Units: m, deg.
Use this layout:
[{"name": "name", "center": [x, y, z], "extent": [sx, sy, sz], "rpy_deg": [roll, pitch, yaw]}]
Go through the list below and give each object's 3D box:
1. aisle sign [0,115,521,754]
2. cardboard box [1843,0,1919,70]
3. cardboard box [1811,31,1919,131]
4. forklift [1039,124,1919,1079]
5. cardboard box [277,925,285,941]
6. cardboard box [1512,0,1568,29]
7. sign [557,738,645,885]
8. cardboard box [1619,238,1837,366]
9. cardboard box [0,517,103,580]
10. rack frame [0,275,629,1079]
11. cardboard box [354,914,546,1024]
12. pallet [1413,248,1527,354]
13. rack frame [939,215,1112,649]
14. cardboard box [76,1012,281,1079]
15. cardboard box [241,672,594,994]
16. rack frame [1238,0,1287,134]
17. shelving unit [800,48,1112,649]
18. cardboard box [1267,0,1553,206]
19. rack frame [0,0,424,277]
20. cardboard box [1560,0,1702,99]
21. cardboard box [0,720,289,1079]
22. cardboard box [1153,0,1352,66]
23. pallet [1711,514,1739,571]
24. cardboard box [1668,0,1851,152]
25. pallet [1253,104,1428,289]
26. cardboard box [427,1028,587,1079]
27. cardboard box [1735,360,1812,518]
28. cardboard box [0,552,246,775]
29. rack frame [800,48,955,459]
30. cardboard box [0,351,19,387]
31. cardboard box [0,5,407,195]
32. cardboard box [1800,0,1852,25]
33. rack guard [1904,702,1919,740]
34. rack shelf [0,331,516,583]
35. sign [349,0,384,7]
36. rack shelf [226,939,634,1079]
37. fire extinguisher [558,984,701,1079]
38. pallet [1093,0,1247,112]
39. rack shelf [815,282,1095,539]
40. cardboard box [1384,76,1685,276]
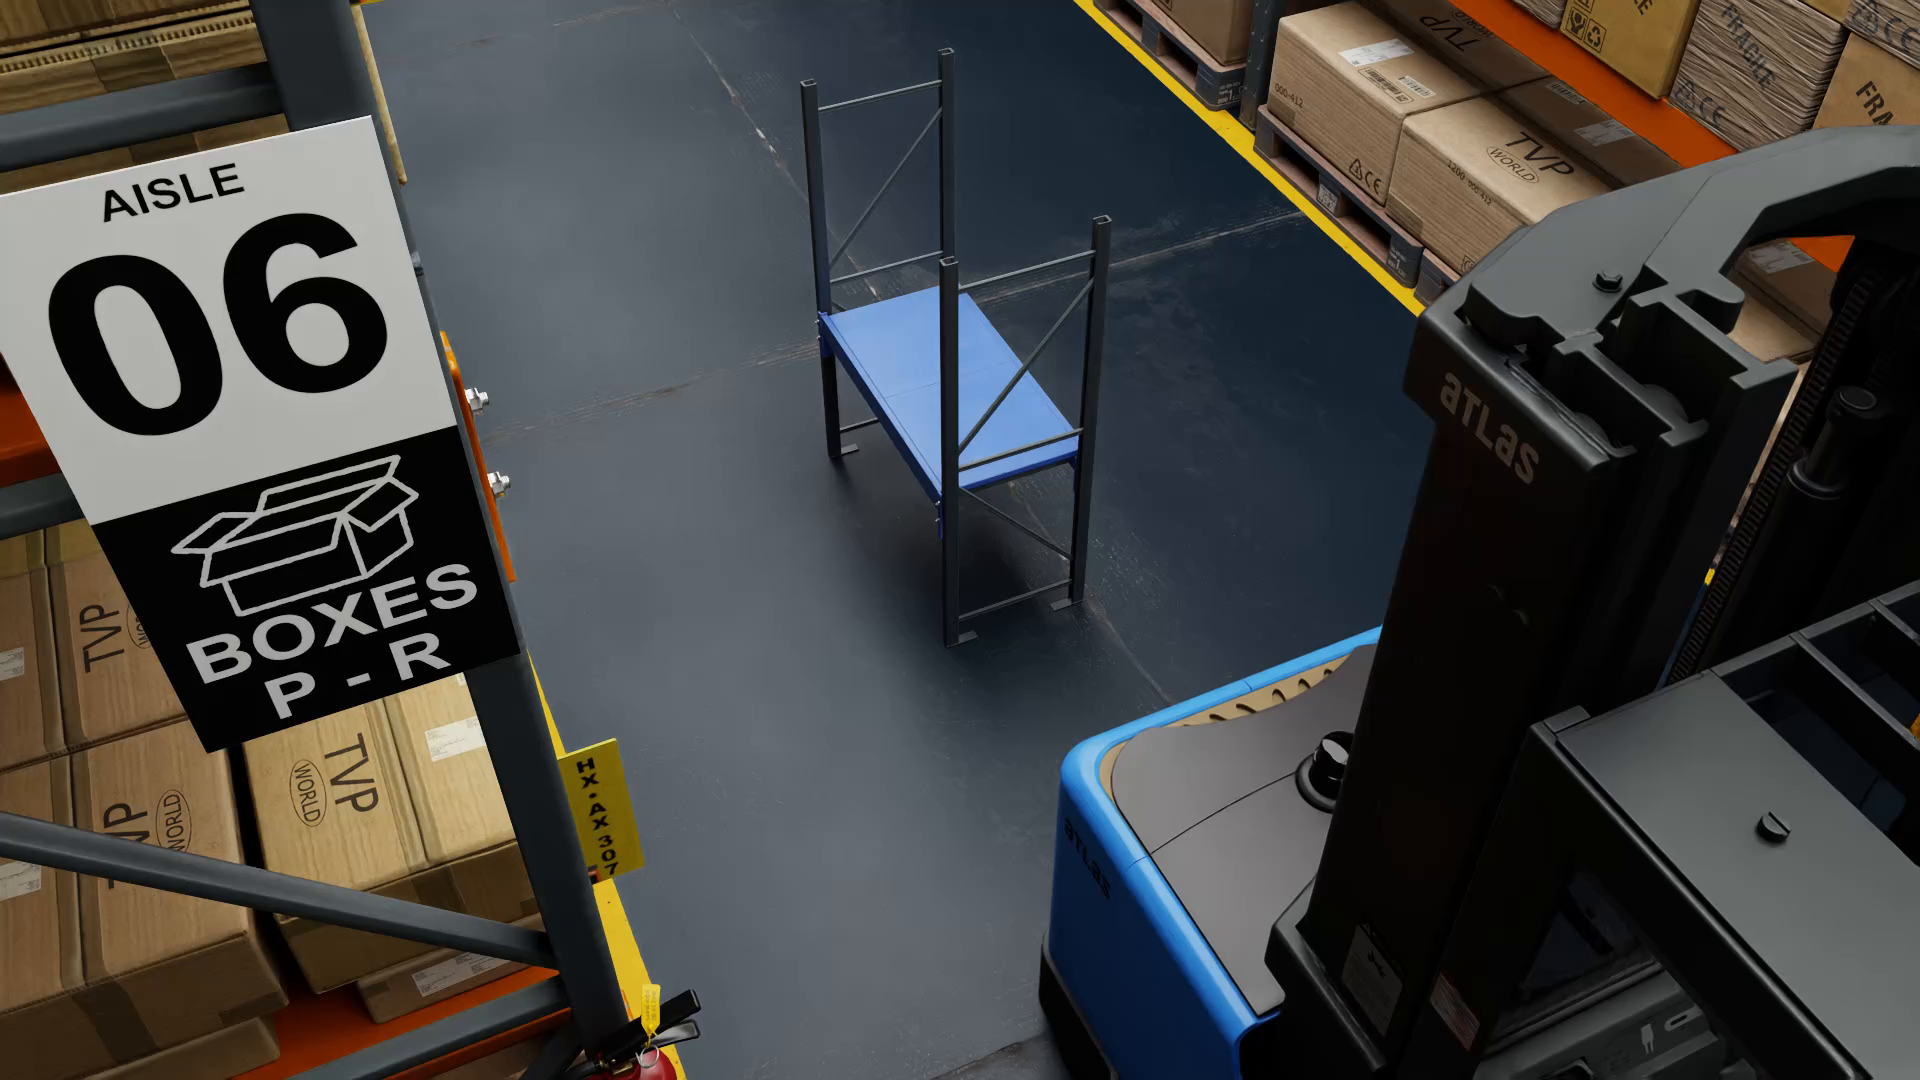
[{"name": "aisle sign", "center": [-0.753, -0.075, 1.839], "extent": [0.394, 0.787, 0.004], "rpy_deg": [-18, 47, -17]}, {"name": "cardboard box", "center": [2.789, -1.527, 4.379], "extent": [0.500, 0.500, 0.500], "rpy_deg": [-18, 47, -17]}, {"name": "cardboard box", "center": [2.813, -1.164, 4.722], "extent": [0.500, 0.500, 0.500], "rpy_deg": [-19, 48, -18]}, {"name": "forklift", "center": [1.299, 0.983, 2.667], "extent": [1.130, 2.935, 3.031], "rpy_deg": [-19, 48, -18]}, {"name": "cardboard box", "center": [-1.482, 0.671, 3.113], "extent": [0.380, 0.149, 0.250], "rpy_deg": [-17, 47, -16]}, {"name": "cardboard box", "center": [2.143, -2.142, 5.714], "extent": [0.500, 0.500, 0.500], "rpy_deg": [-18, 47, -17]}, {"name": "sign", "center": [-0.556, 0.425, 2.567], "extent": [0.100, 0.325, 0.005], "rpy_deg": [-18, 47, -17]}, {"name": "cardboard box", "center": [2.693, -0.784, 5.934], "extent": [0.875, 0.438, 0.875], "rpy_deg": [-17, 47, -16]}, {"name": "cardboard box", "center": [-1.902, -0.019, 3.529], "extent": [0.500, 0.250, 0.500], "rpy_deg": [-17, 47, -16]}, {"name": "rack frame", "center": [-1.048, 0.894, 2.709], "extent": [1.000, 3.000, 0.127], "rpy_deg": [-18, 47, -17]}, {"name": "cardboard box", "center": [-0.938, 0.693, 3.091], "extent": [0.380, 0.149, 0.250], "rpy_deg": [-18, 48, -18]}, {"name": "pallet", "center": [2.537, -0.845, 6.456], "extent": [1.003, 0.211, 1.213], "rpy_deg": [-18, 47, -17]}, {"name": "rack frame", "center": [0.178, -0.264, 4.950], "extent": [0.500, 1.500, 0.032], "rpy_deg": [-18, 47, -17]}, {"name": "cardboard box", "center": [-1.431, 0.851, 2.931], "extent": [0.380, 0.149, 0.250], "rpy_deg": [-19, 48, -18]}, {"name": "cardboard box", "center": [-0.995, 0.473, 3.030], "extent": [0.500, 0.250, 0.500], "rpy_deg": [-18, 47, -17]}, {"name": "rack frame", "center": [1.772, -3.124, 6.780], "extent": [1.000, 3.000, 0.127], "rpy_deg": [-18, 47, -17]}, {"name": "shelving unit", "center": [-0.036, -0.588, 5.278], "extent": [0.538, 1.500, 1.048], "rpy_deg": [-18, 47, -17]}, {"name": "cardboard box", "center": [1.938, -1.929, 7.095], "extent": [0.875, 0.438, 0.875], "rpy_deg": [-19, 48, -18]}, {"name": "rack frame", "center": [-1.048, -1.242, 0.602], "extent": [1.000, 3.000, 0.127], "rpy_deg": [-18, 47, -17]}, {"name": "cardboard box", "center": [2.359, -1.814, 5.381], "extent": [0.500, 0.500, 0.500], "rpy_deg": [-17, 47, -16]}, {"name": "cardboard box", "center": [-1.483, 0.626, 2.874], "extent": [0.500, 0.250, 0.500], "rpy_deg": [-17, 47, -16]}, {"name": "cardboard box", "center": [1.439, -2.888, 7.755], "extent": [0.875, 0.875, 0.875], "rpy_deg": [-17, 47, -16]}, {"name": "pallet", "center": [3.047, -0.068, 5.669], "extent": [1.003, 0.211, 1.213], "rpy_deg": [-18, 47, -17]}, {"name": "cardboard box", "center": [2.588, -1.489, 5.052], "extent": [0.500, 0.500, 0.500], "rpy_deg": [-17, 47, -16]}, {"name": "pallet", "center": [2.021, -1.623, 7.245], "extent": [1.003, 0.211, 1.213], "rpy_deg": [-18, 47, -17]}, {"name": "cardboard box", "center": [-1.219, 1.215, 3.861], "extent": [0.797, 0.503, 0.637], "rpy_deg": [-20, 48, -19]}, {"name": "cardboard box", "center": [3.085, -0.203, 5.345], "extent": [0.875, 0.438, 0.875], "rpy_deg": [-20, 48, -19]}, {"name": "cardboard box", "center": [-1.698, 0.298, 3.208], "extent": [0.500, 0.250, 0.500], "rpy_deg": [-18, 47, -17]}, {"name": "rack frame", "center": [-0.250, -0.912, 5.607], "extent": [0.500, 1.500, 0.032], "rpy_deg": [-18, 47, -17]}, {"name": "cardboard box", "center": [-0.971, -0.356, 2.019], "extent": [0.380, 0.149, 0.250], "rpy_deg": [-17, 47, -17]}, {"name": "cardboard box", "center": [-0.987, -0.590, 1.972], "extent": [0.500, 0.250, 0.500], "rpy_deg": [-19, 48, -18]}, {"name": "cardboard box", "center": [2.584, -1.843, 4.700], "extent": [0.500, 0.500, 0.500], "rpy_deg": [-18, 47, -18]}, {"name": "rack guard", "center": [3.464, 0.331, 5.059], "extent": [1.175, 0.500, 0.348], "rpy_deg": [-18, 47, -17]}, {"name": "rack shelf", "center": [-1.889, -1.192, 3.199], "extent": [1.077, 0.370, 4.000], "rpy_deg": [-18, 47, -17]}, {"name": "sign", "center": [-0.556, -0.645, 1.511], "extent": [0.100, 0.325, 0.005], "rpy_deg": [-18, 47, -17]}, {"name": "rack shelf", "center": [-1.889, -0.125, 4.253], "extent": [1.077, 0.370, 4.000], "rpy_deg": [-18, 47, -17]}, {"name": "fire extinguisher", "center": [-0.567, 1.011, 2.910], "extent": [0.296, 0.674, 0.183], "rpy_deg": [-18, 47, -17]}, {"name": "pallet", "center": [1.379, -2.600, 8.235], "extent": [1.003, 0.211, 1.213], "rpy_deg": [-18, 47, -17]}, {"name": "rack shelf", "center": [-0.036, -0.460, 5.405], "extent": [0.538, 0.185, 1.000], "rpy_deg": [-18, 47, -17]}, {"name": "cardboard box", "center": [2.315, -1.359, 6.517], "extent": [0.875, 0.438, 0.875], "rpy_deg": [-19, 48, -19]}]
